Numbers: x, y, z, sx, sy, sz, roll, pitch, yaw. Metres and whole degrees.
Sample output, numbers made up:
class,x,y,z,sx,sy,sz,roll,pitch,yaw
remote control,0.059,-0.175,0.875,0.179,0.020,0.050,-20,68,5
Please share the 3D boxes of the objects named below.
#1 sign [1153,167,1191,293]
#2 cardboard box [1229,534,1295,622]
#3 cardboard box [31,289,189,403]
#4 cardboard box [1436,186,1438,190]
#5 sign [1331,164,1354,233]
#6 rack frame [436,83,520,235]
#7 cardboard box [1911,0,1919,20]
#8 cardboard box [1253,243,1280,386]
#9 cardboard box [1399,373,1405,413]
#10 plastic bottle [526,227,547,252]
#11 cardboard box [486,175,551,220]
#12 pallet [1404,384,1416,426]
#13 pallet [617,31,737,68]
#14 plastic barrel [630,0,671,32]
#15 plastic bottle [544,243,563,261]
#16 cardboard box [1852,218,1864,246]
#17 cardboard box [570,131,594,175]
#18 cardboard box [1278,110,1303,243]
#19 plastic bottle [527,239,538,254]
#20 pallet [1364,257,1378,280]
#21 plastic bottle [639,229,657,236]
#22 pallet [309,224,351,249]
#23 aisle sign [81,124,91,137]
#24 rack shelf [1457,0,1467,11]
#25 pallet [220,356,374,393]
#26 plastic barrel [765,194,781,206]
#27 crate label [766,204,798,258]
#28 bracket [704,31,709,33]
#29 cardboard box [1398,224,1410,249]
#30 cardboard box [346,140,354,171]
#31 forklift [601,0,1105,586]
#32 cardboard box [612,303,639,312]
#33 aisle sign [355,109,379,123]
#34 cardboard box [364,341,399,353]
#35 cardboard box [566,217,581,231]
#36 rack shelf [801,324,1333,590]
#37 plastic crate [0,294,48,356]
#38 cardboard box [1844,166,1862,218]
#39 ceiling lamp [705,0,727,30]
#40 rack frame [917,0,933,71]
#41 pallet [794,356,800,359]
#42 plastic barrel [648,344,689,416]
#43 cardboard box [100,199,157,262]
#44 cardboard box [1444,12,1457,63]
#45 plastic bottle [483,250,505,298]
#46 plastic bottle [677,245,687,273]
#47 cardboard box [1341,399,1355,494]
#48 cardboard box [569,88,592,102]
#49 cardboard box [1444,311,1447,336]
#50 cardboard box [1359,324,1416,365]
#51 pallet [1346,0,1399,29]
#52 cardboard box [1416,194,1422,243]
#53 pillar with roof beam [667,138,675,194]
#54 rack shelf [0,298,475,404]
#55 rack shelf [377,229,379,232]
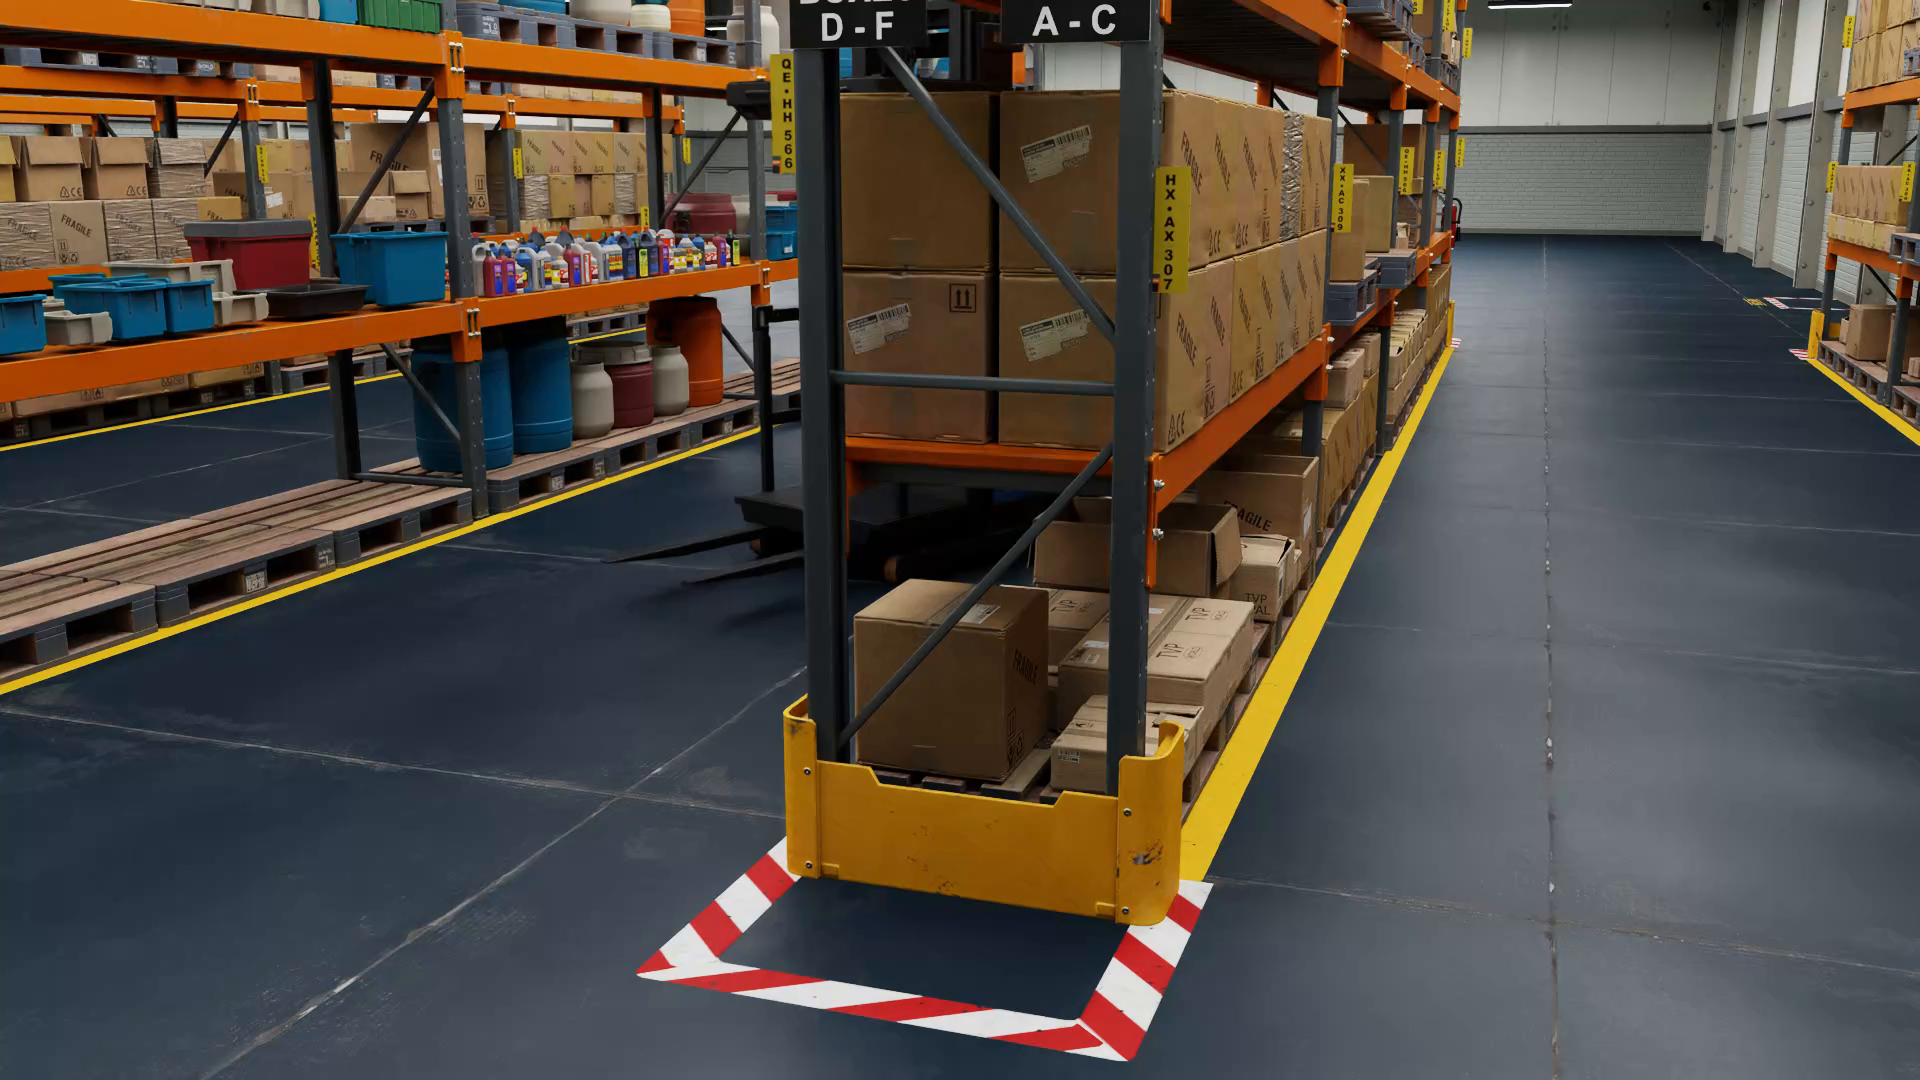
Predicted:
class,x,y,z,sx,sy,sz,roll,pitch,yaw
sign,0.551,-0.811,4.356,0.100,0.325,0.005,4,14,18
cardboard box,1.173,0.124,7.257,0.500,0.311,0.500,4,14,18
cardboard box,-7.285,-1.665,13.871,1.225,0.875,0.875,4,14,19
cardboard box,5.022,-3.906,18.178,0.380,0.149,0.250,5,14,19
sign,1.848,-1.655,8.053,0.100,0.325,0.005,4,14,18
rack frame,-5.452,-3.669,18.821,1.000,3.000,0.127,4,14,18
cardboard box,8.514,-4.732,14.223,0.500,0.500,0.500,3,13,14
cardboard box,0.921,-0.871,6.339,0.500,0.500,0.500,5,14,19
cardboard box,3.235,-1.172,13.117,0.500,0.250,0.500,4,13,17
plastic bottle,-3.010,-2.053,11.852,0.144,0.351,0.185,4,14,18
cardboard box,-5.248,-3.953,19.173,0.875,0.500,0.500,4,14,18
pallet,3.326,-1.180,14.182,1.003,0.211,1.213,4,14,18
pallet,-2.400,-3.686,12.582,1.003,0.211,1.213,4,14,18
plastic barrel,-2.268,-3.833,12.169,0.301,0.262,0.301,0,13,0
plastic bottle,-2.688,-1.843,11.102,0.152,0.276,0.135,4,14,18
cardboard box,8.954,-2.974,16.071,0.500,0.250,0.500,4,14,19
cardboard box,-4.743,-4.637,19.924,0.500,0.500,0.500,4,14,18
cardboard box,1.087,-1.467,6.704,0.500,0.500,0.500,4,14,19
plastic bottle,-3.020,-1.982,11.719,0.097,0.271,0.097,0,13,0
pallet,2.001,-1.609,10.229,1.003,0.211,1.213,4,14,18
plastic bottle,-2.506,-2.342,13.286,0.152,0.276,0.135,4,14,18
pallet,-6.616,-2.891,15.844,1.213,0.211,1.003,4,14,18
aisle sign,-13.240,-6.484,25.314,0.394,0.787,0.004,4,14,18
rack shelf,4.567,-5.755,16.995,1.077,0.370,4.000,4,14,18
pallet,-6.492,-1.632,16.162,1.003,0.211,1.213,4,14,18
plastic barrel,-1.793,-2.845,14.962,0.421,0.512,0.421,0,13,0
crate label,-1.482,-2.677,14.396,0.502,0.435,0.616,4,14,18
bracket,-8.558,-16.932,55.360,0.076,0.066,3.189,4,14,18
cardboard box,3.810,-2.691,14.839,0.396,0.266,0.258,4,13,17
cardboard box,-8.975,-5.414,23.702,0.875,0.550,0.550,4,14,18
forklift,-0.496,-1.317,8.670,1.130,2.935,3.031,11,17,40
cardboard box,-4.537,-3.239,21.610,0.500,0.500,0.500,9,15,33
aisle sign,-8.511,-6.150,23.851,0.394,0.787,0.004,4,14,18
cardboard box,-6.204,-2.203,17.026,0.700,0.500,0.500,6,14,23
cardboard box,-4.758,-3.779,19.870,0.380,0.149,0.250,4,14,18
rack shelf,0.685,-0.499,6.548,1.077,0.370,4.000,4,14,18
plastic crate,-4.044,-0.900,6.932,0.416,0.233,0.300,4,14,18
cardboard box,9.122,-3.453,16.482,0.500,0.500,0.500,4,13,17
ceiling lamp,-6.360,-16.431,48.136,2.000,3.185,0.800,4,14,18
rack frame,-0.765,-6.237,16.591,1.000,3.000,0.127,4,14,18
pallet,-0.983,-1.785,16.833,1.003,0.211,1.213,4,14,18
plastic barrel,-2.300,-1.232,12.793,0.421,0.512,0.421,0,13,0
cardboard box,-7.003,-2.540,13.649,0.500,0.500,0.500,4,13,17
cardboard box,4.572,-5.078,16.765,0.797,0.503,0.637,6,14,25
plastic bottle,-2.832,-1.617,10.096,0.061,0.283,0.133,4,14,18
plastic bottle,-2.074,-2.083,12.321,0.097,0.201,0.097,0,13,0
cardboard box,2.050,-0.568,9.866,0.500,0.500,0.500,5,14,19
cardboard box,-4.727,-5.350,19.783,0.500,0.250,0.500,4,13,16
cardboard box,5.170,-2.421,18.589,0.500,0.250,0.500,4,14,18
cardboard box,3.568,-1.666,14.022,0.500,0.311,0.500,4,14,18
pallet,1.609,-2.773,8.580,1.213,0.211,1.003,4,14,18
cardboard box,4.222,-3.209,16.582,0.700,0.500,0.500,4,14,18
pillar with roof beam,-5.531,-14.431,52.491,9.100,9.000,0.548,4,14,18
rack shelf,-4.001,-0.856,8.114,1.077,0.370,4.000,4,14,18
rack shelf,-9.465,-4.118,22.404,1.077,0.370,4.000,4,14,18
